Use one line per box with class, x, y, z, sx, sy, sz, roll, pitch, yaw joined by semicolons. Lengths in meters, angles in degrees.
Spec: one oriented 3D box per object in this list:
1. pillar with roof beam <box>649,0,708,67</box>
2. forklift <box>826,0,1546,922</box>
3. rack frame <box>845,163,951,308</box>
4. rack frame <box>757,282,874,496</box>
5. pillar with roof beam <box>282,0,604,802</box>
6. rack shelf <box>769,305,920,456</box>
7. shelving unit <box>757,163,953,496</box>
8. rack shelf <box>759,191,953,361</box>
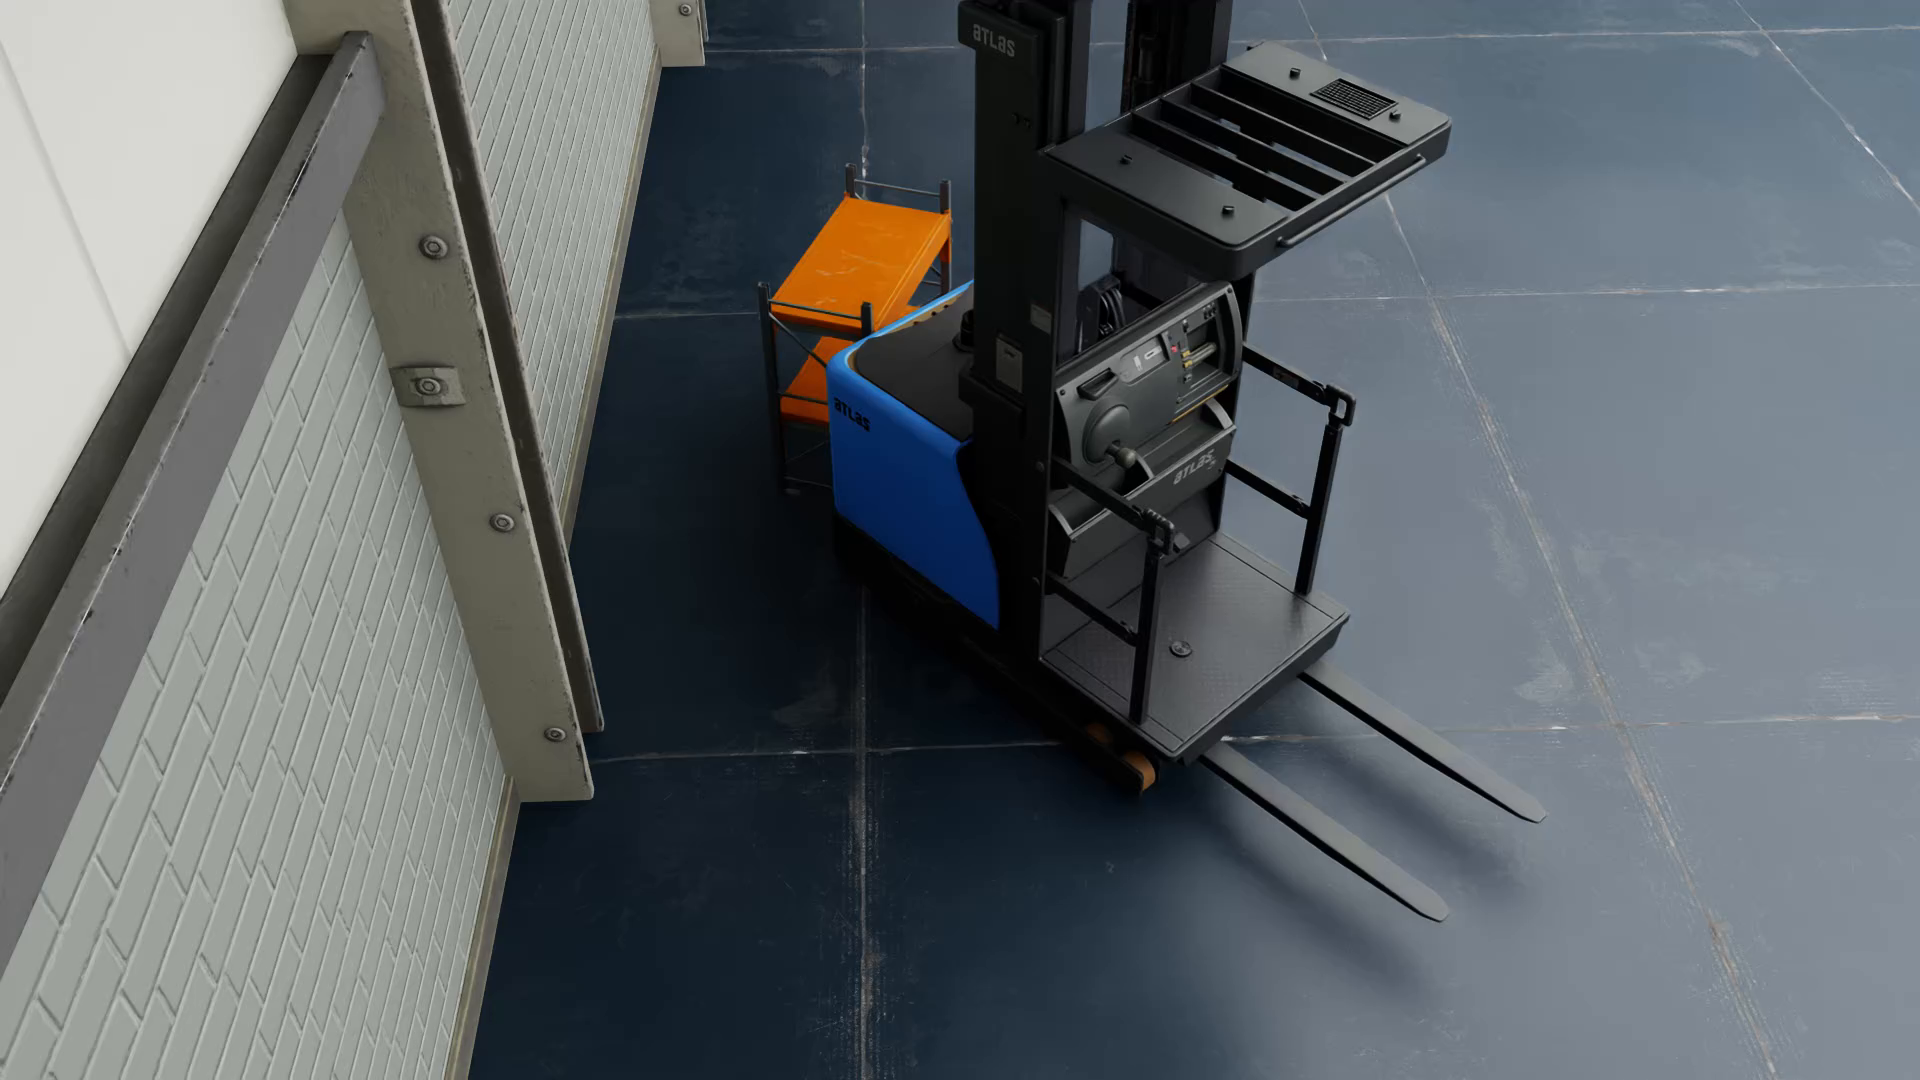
pillar with roof beam;2.486;-6.634;7.978;9.100;9.000;0.400;-2;43;-2
forklift;0.829;-0.512;5.789;1.130;2.935;3.031;-33;52;-31
rack frame;-0.283;-1.249;7.930;0.500;1.125;0.032;12;44;13
rack frame;-0.598;-0.596;7.218;0.500;1.125;0.032;12;44;13
pillar with roof beam;2.741;-2.584;3.559;9.100;9.000;0.400;-2;43;-2
rack shelf;-0.441;-0.742;7.739;0.538;0.278;1.000;12;44;13
shelving unit;-0.441;-0.923;7.574;0.538;1.125;1.048;12;44;13
rack shelf;-0.441;-1.138;7.376;0.538;0.278;1.000;12;44;13
